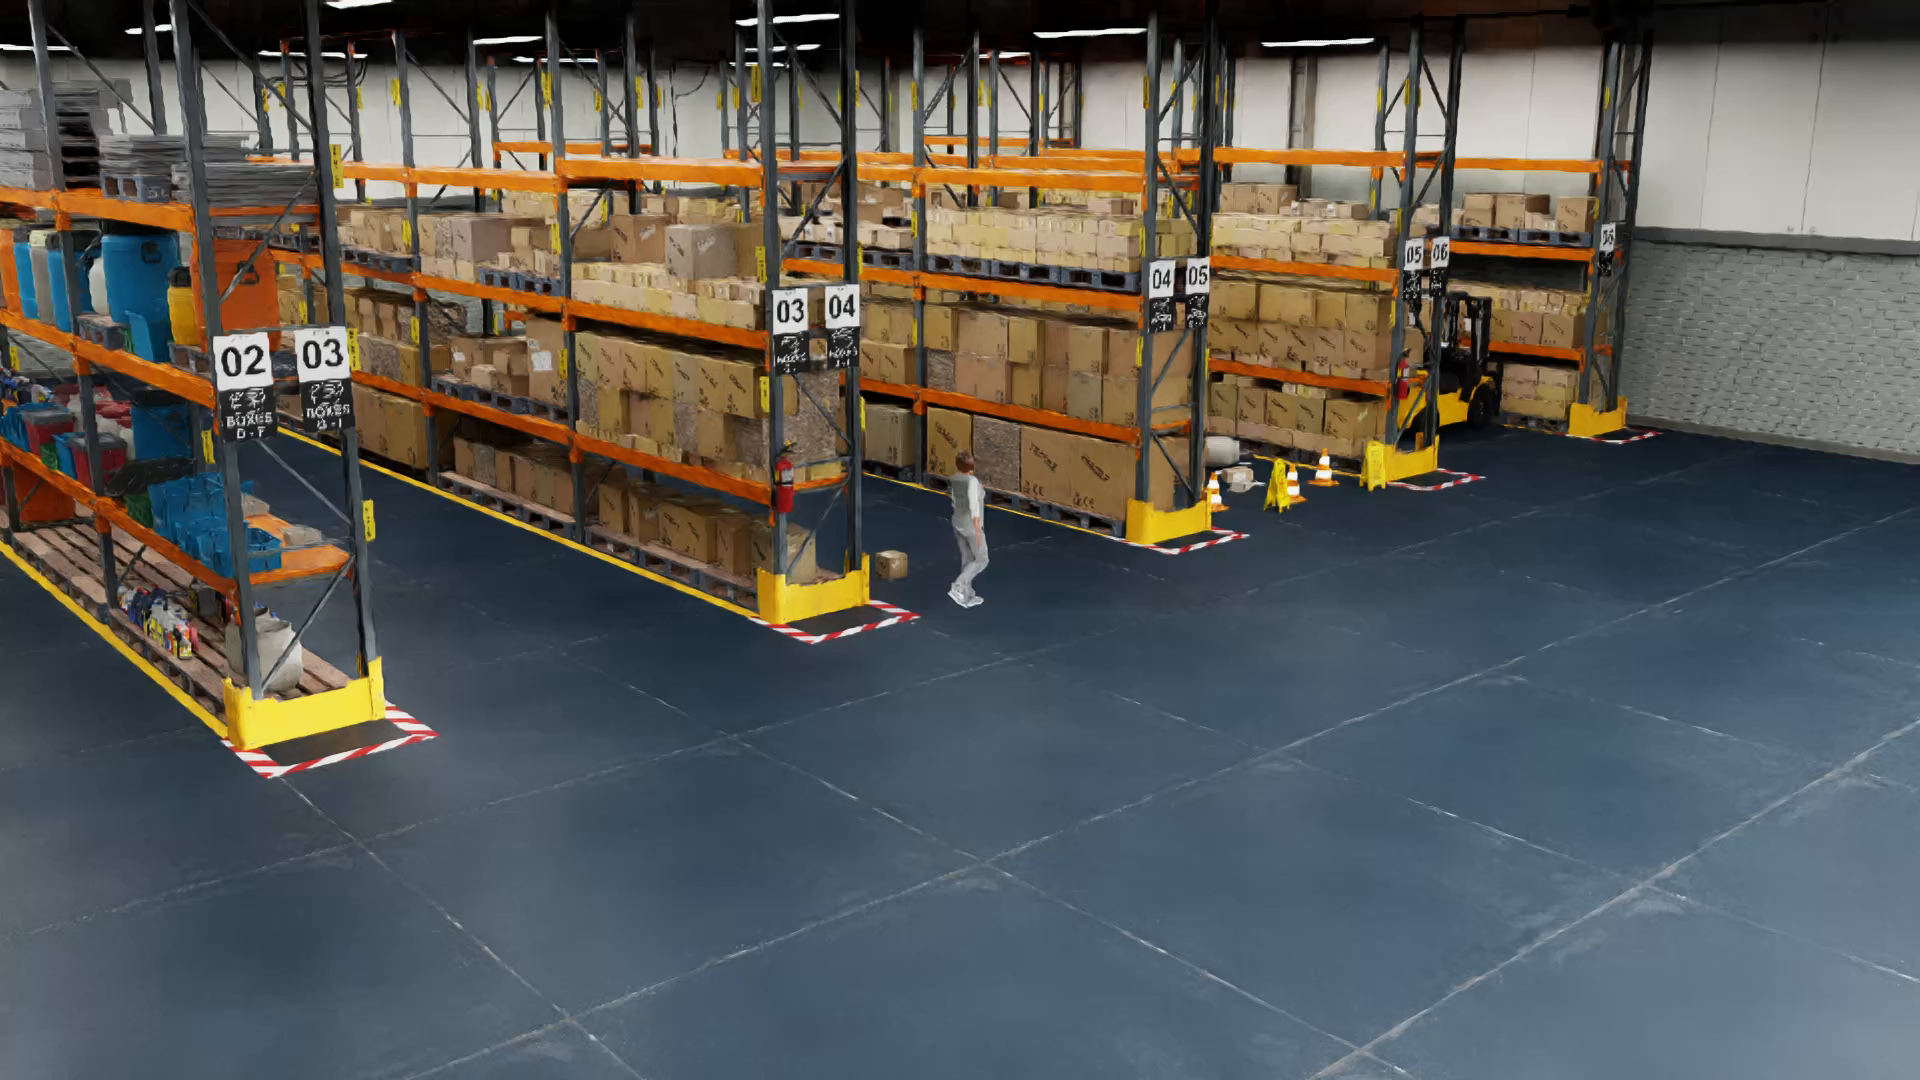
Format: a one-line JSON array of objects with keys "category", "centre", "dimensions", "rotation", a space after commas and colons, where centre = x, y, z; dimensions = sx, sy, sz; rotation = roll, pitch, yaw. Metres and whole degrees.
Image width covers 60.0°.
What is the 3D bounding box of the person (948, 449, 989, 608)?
[{"category": "person", "centre": [0.059, -0.080, 16.353], "dimensions": [0.559, 1.591, 0.610], "rotation": [-10, 17, -33]}]
